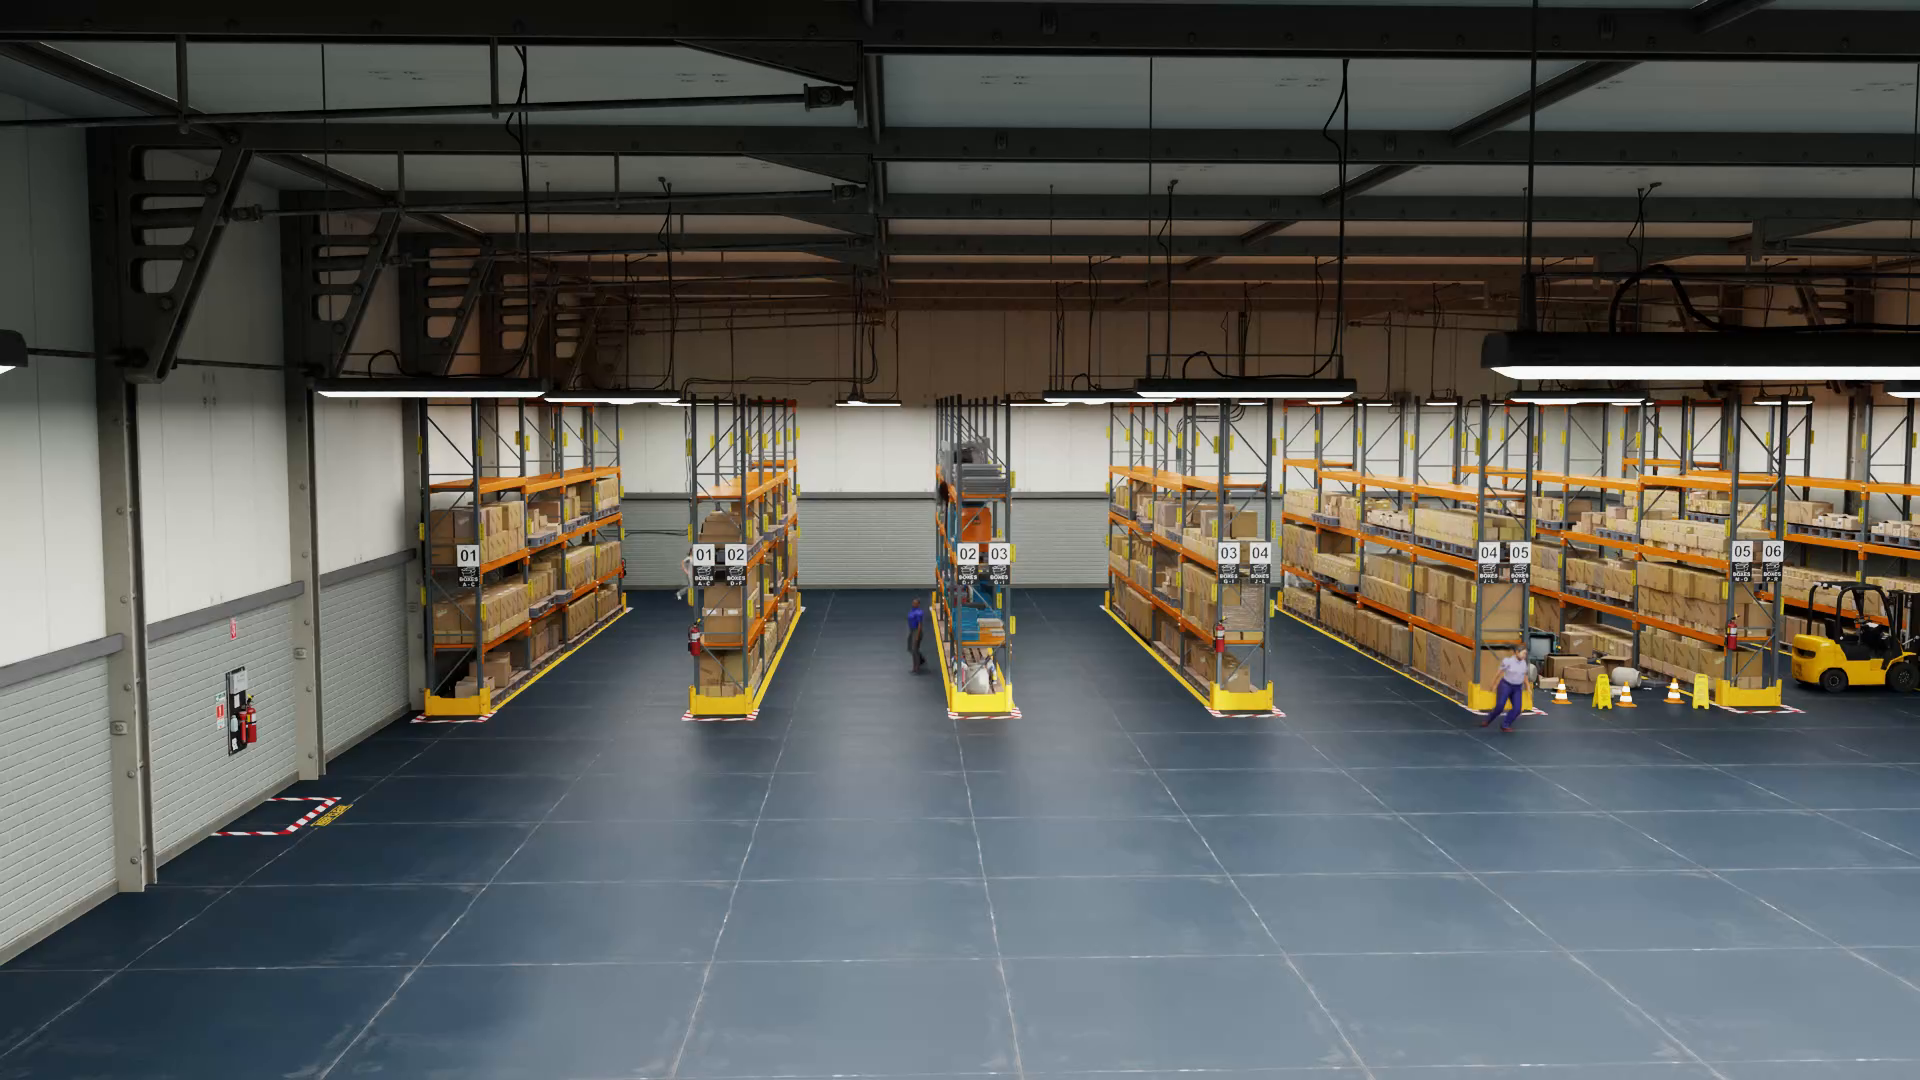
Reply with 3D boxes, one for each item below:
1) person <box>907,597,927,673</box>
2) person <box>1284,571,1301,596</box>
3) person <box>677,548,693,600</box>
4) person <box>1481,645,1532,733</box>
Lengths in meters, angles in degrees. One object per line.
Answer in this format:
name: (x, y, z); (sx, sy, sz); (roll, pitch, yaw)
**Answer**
person: (-0.933, 2.053, 36.243); (0.586, 1.647, 0.673); (-3, 5, -29)
person: (10.057, 0.869, 50.355); (0.875, 1.809, 0.669); (-4, 6, -42)
person: (-7.943, 1.039, 49.092); (0.930, 1.621, 0.605); (3, 5, 32)
person: (9.672, 2.623, 29.422); (0.770, 1.568, 0.612); (-1, 5, -18)
